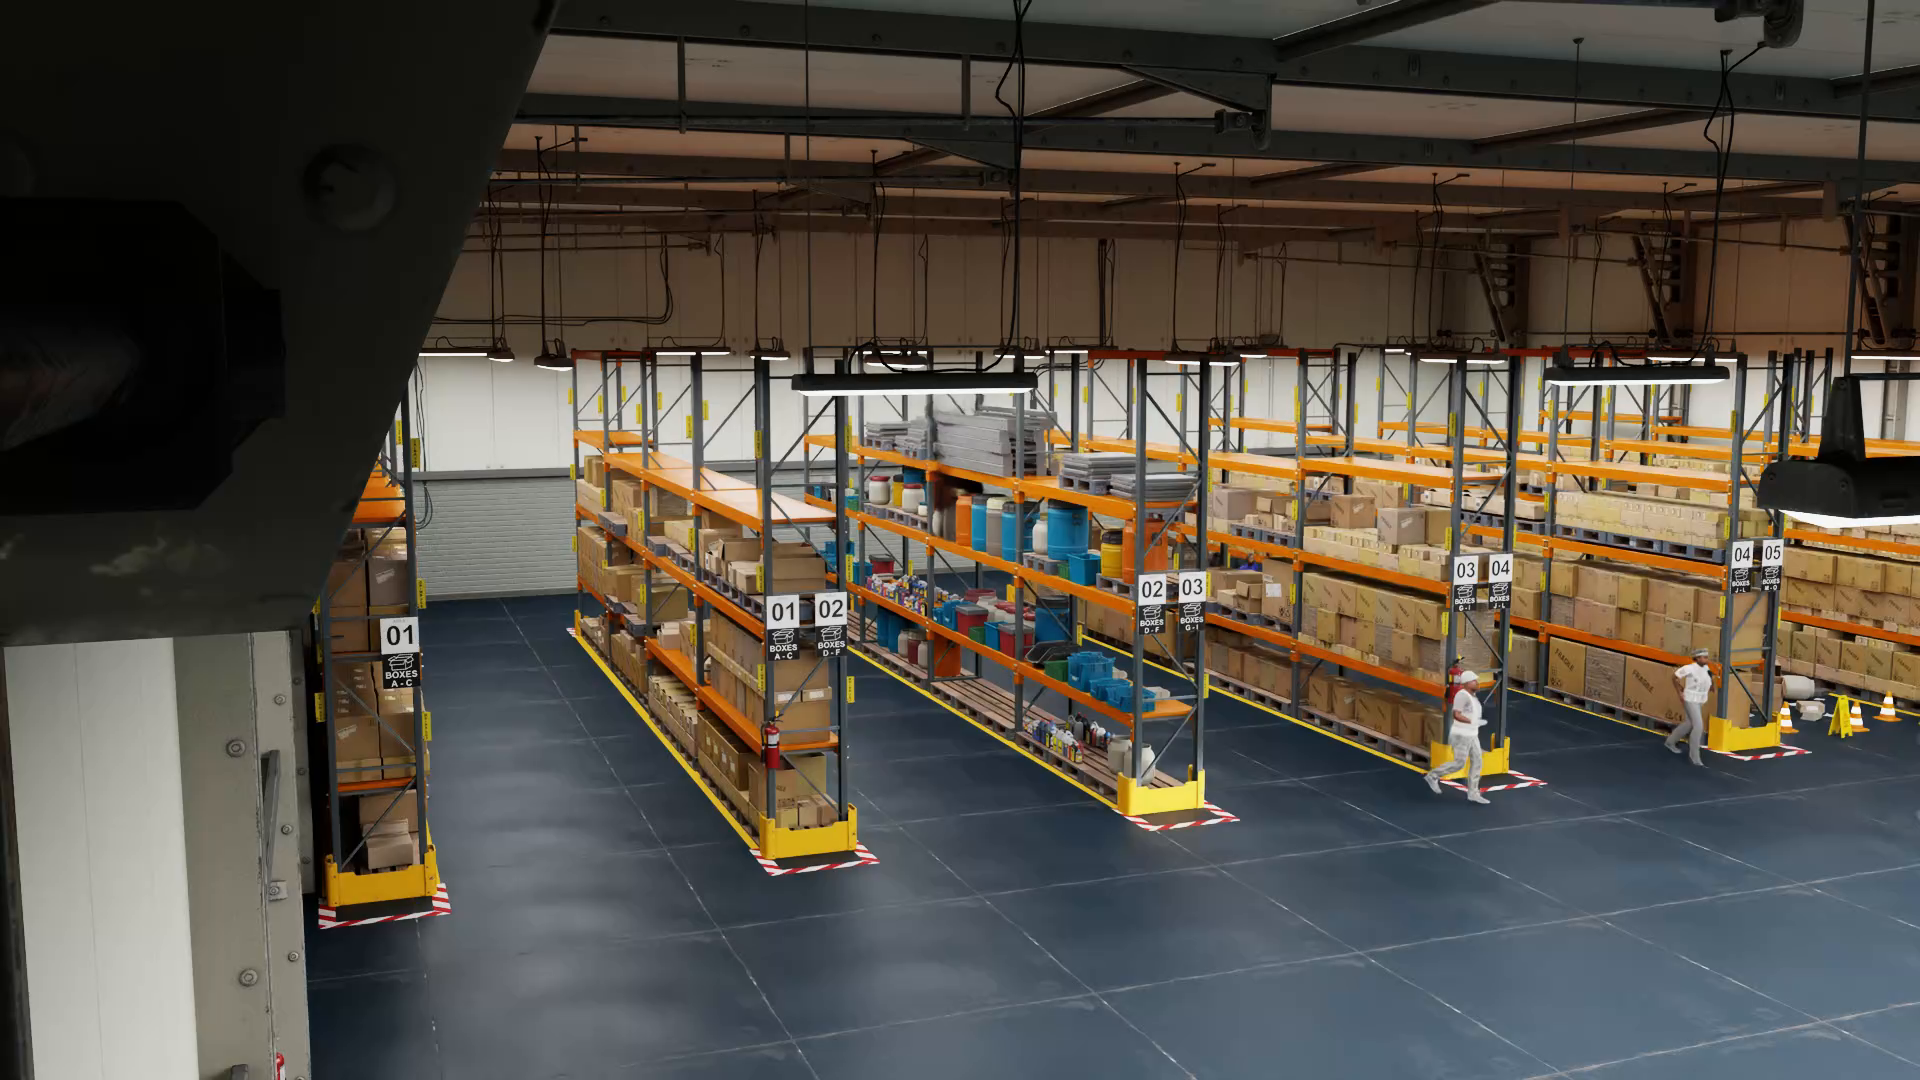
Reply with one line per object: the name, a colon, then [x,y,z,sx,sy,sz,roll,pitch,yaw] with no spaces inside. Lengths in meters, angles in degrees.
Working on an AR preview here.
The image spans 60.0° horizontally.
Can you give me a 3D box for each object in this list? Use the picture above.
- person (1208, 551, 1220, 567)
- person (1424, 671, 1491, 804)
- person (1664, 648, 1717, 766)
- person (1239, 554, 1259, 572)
person: [6.513,0.341,41.791,0.543,1.597,0.816,1,7,9]
person: [6.823,2.655,22.607,0.879,1.784,0.690,5,8,33]
person: [10.921,2.439,24.800,0.585,1.736,0.775,-4,8,-32]
person: [6.253,1.084,36.028,0.605,1.613,0.612,-3,8,-25]
